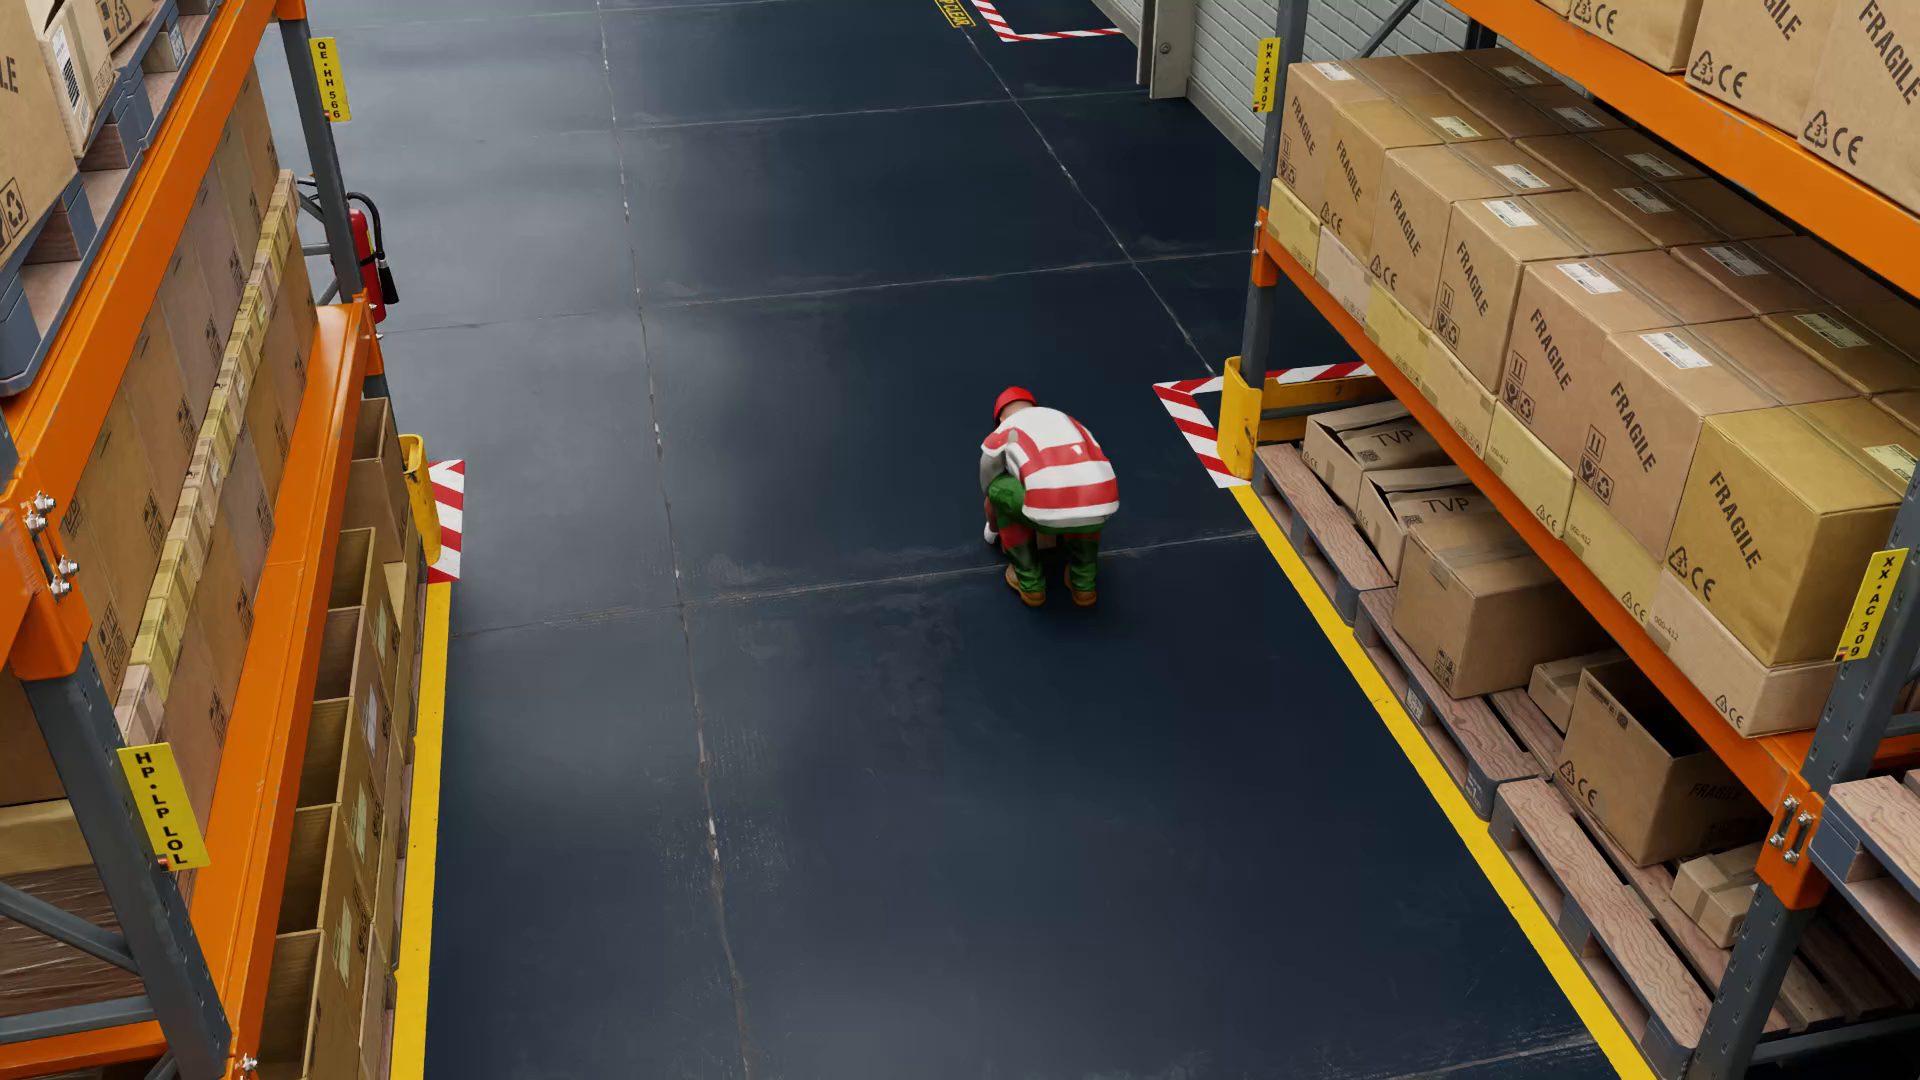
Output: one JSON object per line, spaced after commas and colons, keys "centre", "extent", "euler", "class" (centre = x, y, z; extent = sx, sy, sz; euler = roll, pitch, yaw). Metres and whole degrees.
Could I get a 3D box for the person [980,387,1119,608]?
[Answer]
{"centre": [0.371, -0.176, 7.282], "extent": [0.519, 0.831, 0.966], "euler": [-8, 35, -12], "class": "person"}
